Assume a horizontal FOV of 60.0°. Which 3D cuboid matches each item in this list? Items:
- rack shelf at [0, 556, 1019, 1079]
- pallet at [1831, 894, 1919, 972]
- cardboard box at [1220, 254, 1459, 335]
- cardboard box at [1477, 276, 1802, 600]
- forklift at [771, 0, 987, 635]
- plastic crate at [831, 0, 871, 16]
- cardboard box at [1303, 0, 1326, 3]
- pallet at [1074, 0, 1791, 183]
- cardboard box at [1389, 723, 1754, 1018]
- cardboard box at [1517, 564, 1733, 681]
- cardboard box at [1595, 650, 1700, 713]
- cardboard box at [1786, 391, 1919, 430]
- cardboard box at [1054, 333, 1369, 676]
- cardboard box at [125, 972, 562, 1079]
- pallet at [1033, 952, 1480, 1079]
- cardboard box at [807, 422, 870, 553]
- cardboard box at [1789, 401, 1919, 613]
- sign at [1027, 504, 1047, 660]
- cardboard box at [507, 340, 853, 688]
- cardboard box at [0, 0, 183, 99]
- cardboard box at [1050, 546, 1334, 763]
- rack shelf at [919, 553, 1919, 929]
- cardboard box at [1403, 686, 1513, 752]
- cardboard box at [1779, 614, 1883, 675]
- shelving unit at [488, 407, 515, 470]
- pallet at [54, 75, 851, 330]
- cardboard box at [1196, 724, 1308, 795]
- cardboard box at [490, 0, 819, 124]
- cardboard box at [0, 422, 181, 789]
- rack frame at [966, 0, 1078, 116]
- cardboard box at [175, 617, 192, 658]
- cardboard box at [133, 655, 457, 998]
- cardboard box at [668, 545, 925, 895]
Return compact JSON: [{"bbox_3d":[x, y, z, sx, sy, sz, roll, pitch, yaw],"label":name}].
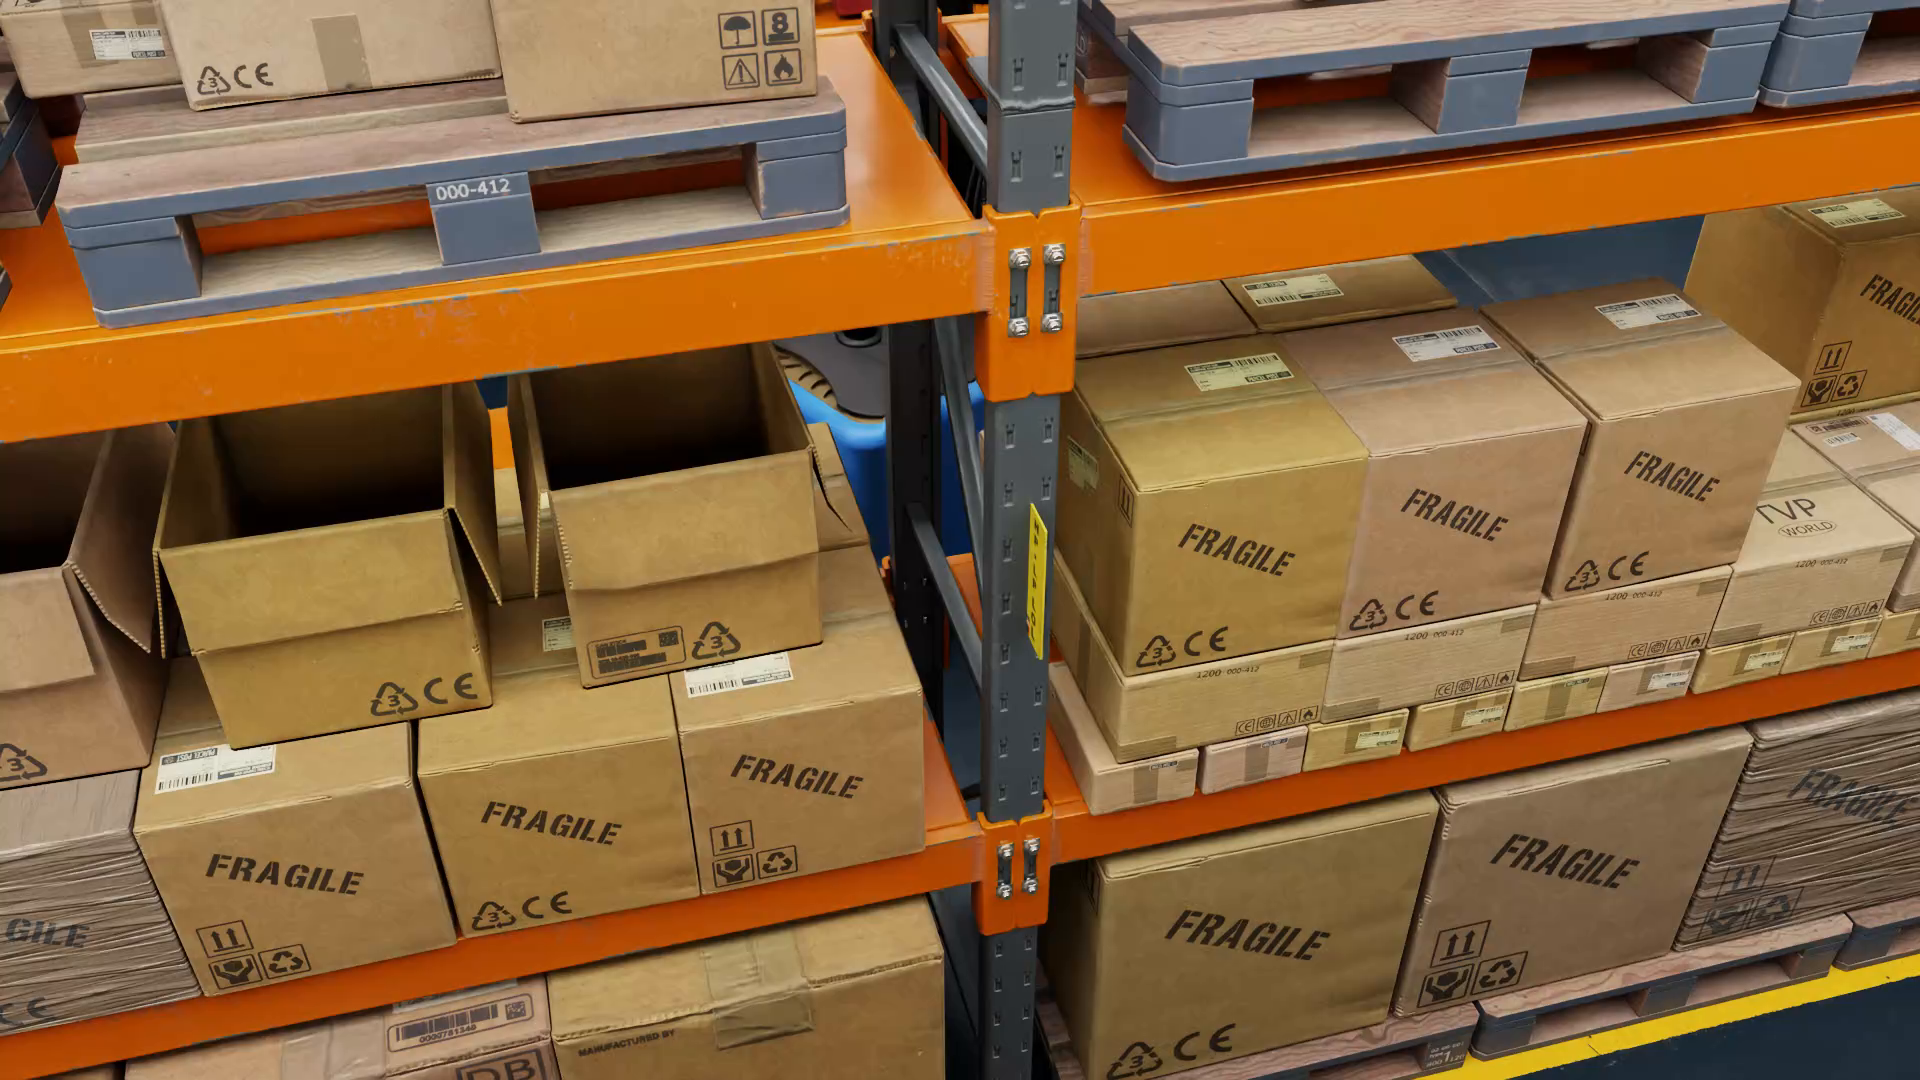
[{"bbox_3d":[-1.932,0.798,3.830,4.000,0.370,1.077,-9,38,-12],"label":"rack shelf"},{"bbox_3d":[3.109,0.842,5.475,1.213,0.211,1.003,-9,38,-12],"label":"pallet"},{"bbox_3d":[0.858,-0.467,4.154,0.500,0.500,0.500,-9,38,-11],"label":"cardboard box"},{"bbox_3d":[1.507,-0.245,3.863,0.500,0.500,0.500,-10,39,-13],"label":"cardboard box"},{"bbox_3d":[0.491,-1.450,6.233,3.031,2.935,1.130,-28,45,-31],"label":"forklift"},{"bbox_3d":[-0.365,-2.753,7.778,0.583,0.464,0.402,-9,38,-12],"label":"plastic crate"},{"bbox_3d":[0.739,-1.401,3.134,0.500,0.500,0.700,-12,39,-15],"label":"cardboard box"},{"bbox_3d":[0.792,-1.084,3.302,1.213,0.211,1.003,-9,38,-12],"label":"pallet"},{"bbox_3d":[1.526,0.673,4.805,0.875,0.875,0.875,-9,38,-12],"label":"cardboard box"},{"bbox_3d":[1.501,0.055,4.088,0.500,0.250,0.500,-8,38,-11],"label":"cardboard box"},{"bbox_3d":[1.623,0.238,4.177,0.250,0.149,0.380,-9,38,-11],"label":"cardboard box"},{"bbox_3d":[2.341,-0.415,4.702,0.500,0.250,0.500,-11,39,-13],"label":"cardboard box"},{"bbox_3d":[0.528,-0.087,3.656,0.500,0.500,0.500,-9,38,-12],"label":"cardboard box"},{"bbox_3d":[-1.476,1.128,4.210,0.875,0.875,1.225,-11,39,-14],"label":"cardboard box"},{"bbox_3d":[0.754,1.229,4.970,1.213,0.211,1.003,-9,38,-12],"label":"pallet"},{"bbox_3d":[-0.510,0.082,4.091,0.500,0.500,0.500,-9,38,-12],"label":"cardboard box"},{"bbox_3d":[2.481,-0.103,4.295,0.500,0.250,0.500,-11,39,-13],"label":"cardboard box"},{"bbox_3d":[0.150,0.084,3.284,0.005,0.325,0.100,-9,38,-12],"label":"sign"},{"bbox_3d":[-0.615,-0.136,3.552,0.637,0.503,0.797,-10,39,-13],"label":"cardboard box"},{"bbox_3d":[-1.477,-0.915,2.869,0.250,0.149,0.380,-11,39,-14],"label":"cardboard box"},{"bbox_3d":[0.521,0.216,3.877,0.500,0.250,0.500,-10,39,-13],"label":"cardboard box"},{"bbox_3d":[1.930,0.165,4.658,4.000,0.370,1.077,-9,38,-12],"label":"rack shelf"},{"bbox_3d":[1.133,0.317,4.073,0.250,0.149,0.380,-10,39,-13],"label":"cardboard box"},{"bbox_3d":[2.127,0.153,4.287,0.250,0.149,0.380,-9,38,-11],"label":"cardboard box"},{"bbox_3d":[-1.315,-0.024,5.855,1.048,1.125,0.538,-12,39,-15],"label":"shelving unit"},{"bbox_3d":[-0.873,-0.746,2.944,1.217,0.209,0.805,-11,39,-14],"label":"pallet"},{"bbox_3d":[0.625,0.402,3.962,0.250,0.149,0.380,-11,39,-13],"label":"cardboard box"},{"bbox_3d":[-0.558,-1.104,2.828,0.500,0.500,0.700,-8,38,-11],"label":"cardboard box"},{"bbox_3d":[-1.877,0.073,3.278,0.637,0.503,0.797,-8,38,-10],"label":"cardboard box"},{"bbox_3d":[-0.001,-2.187,2.203,0.127,3.000,1.000,-9,38,-12],"label":"rack frame"},{"bbox_3d":[-1.478,0.241,3.883,0.500,0.500,0.500,-10,39,-13],"label":"cardboard box"},{"bbox_3d":[-1.363,0.551,3.478,0.500,0.500,0.500,-10,38,-12],"label":"cardboard box"},{"bbox_3d":[-0.381,0.390,3.689,0.500,0.500,0.500,-9,38,-12],"label":"cardboard box"}]
